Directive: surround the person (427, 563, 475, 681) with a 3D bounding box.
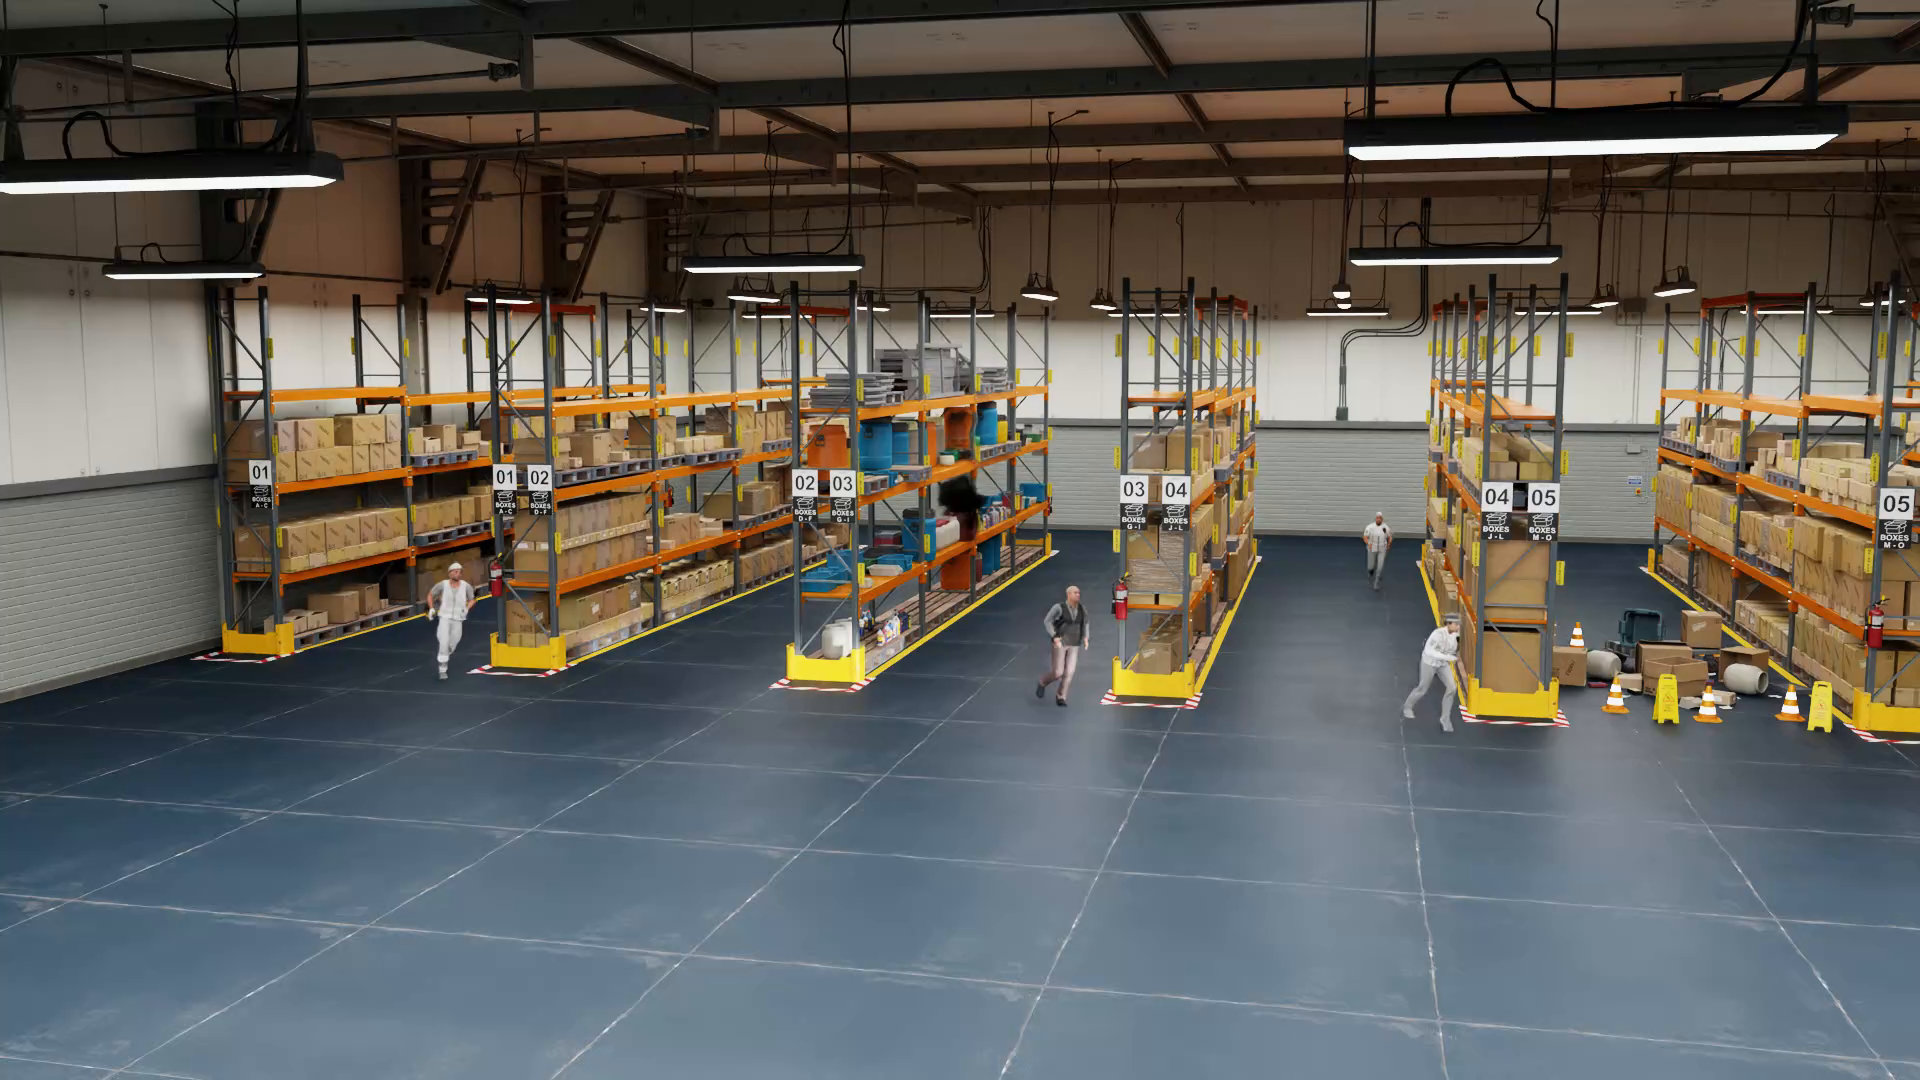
[{"bbox_3d":[-7.803,1.220,25.522,0.710,1.754,0.825,-3,7,-25],"label":"person"}]

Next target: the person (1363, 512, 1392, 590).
[{"bbox_3d":[8.703,0.221,34.657,0.595,1.622,0.560,1,7,10],"label":"person"}]

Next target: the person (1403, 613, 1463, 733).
[{"bbox_3d":[6.282,1.716,22.084,0.655,1.621,0.952,-4,8,-29],"label":"person"}]

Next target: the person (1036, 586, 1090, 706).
[{"bbox_3d":[1.512,1.483,23.479,0.731,1.683,0.710,-3,7,-22],"label":"person"}]
